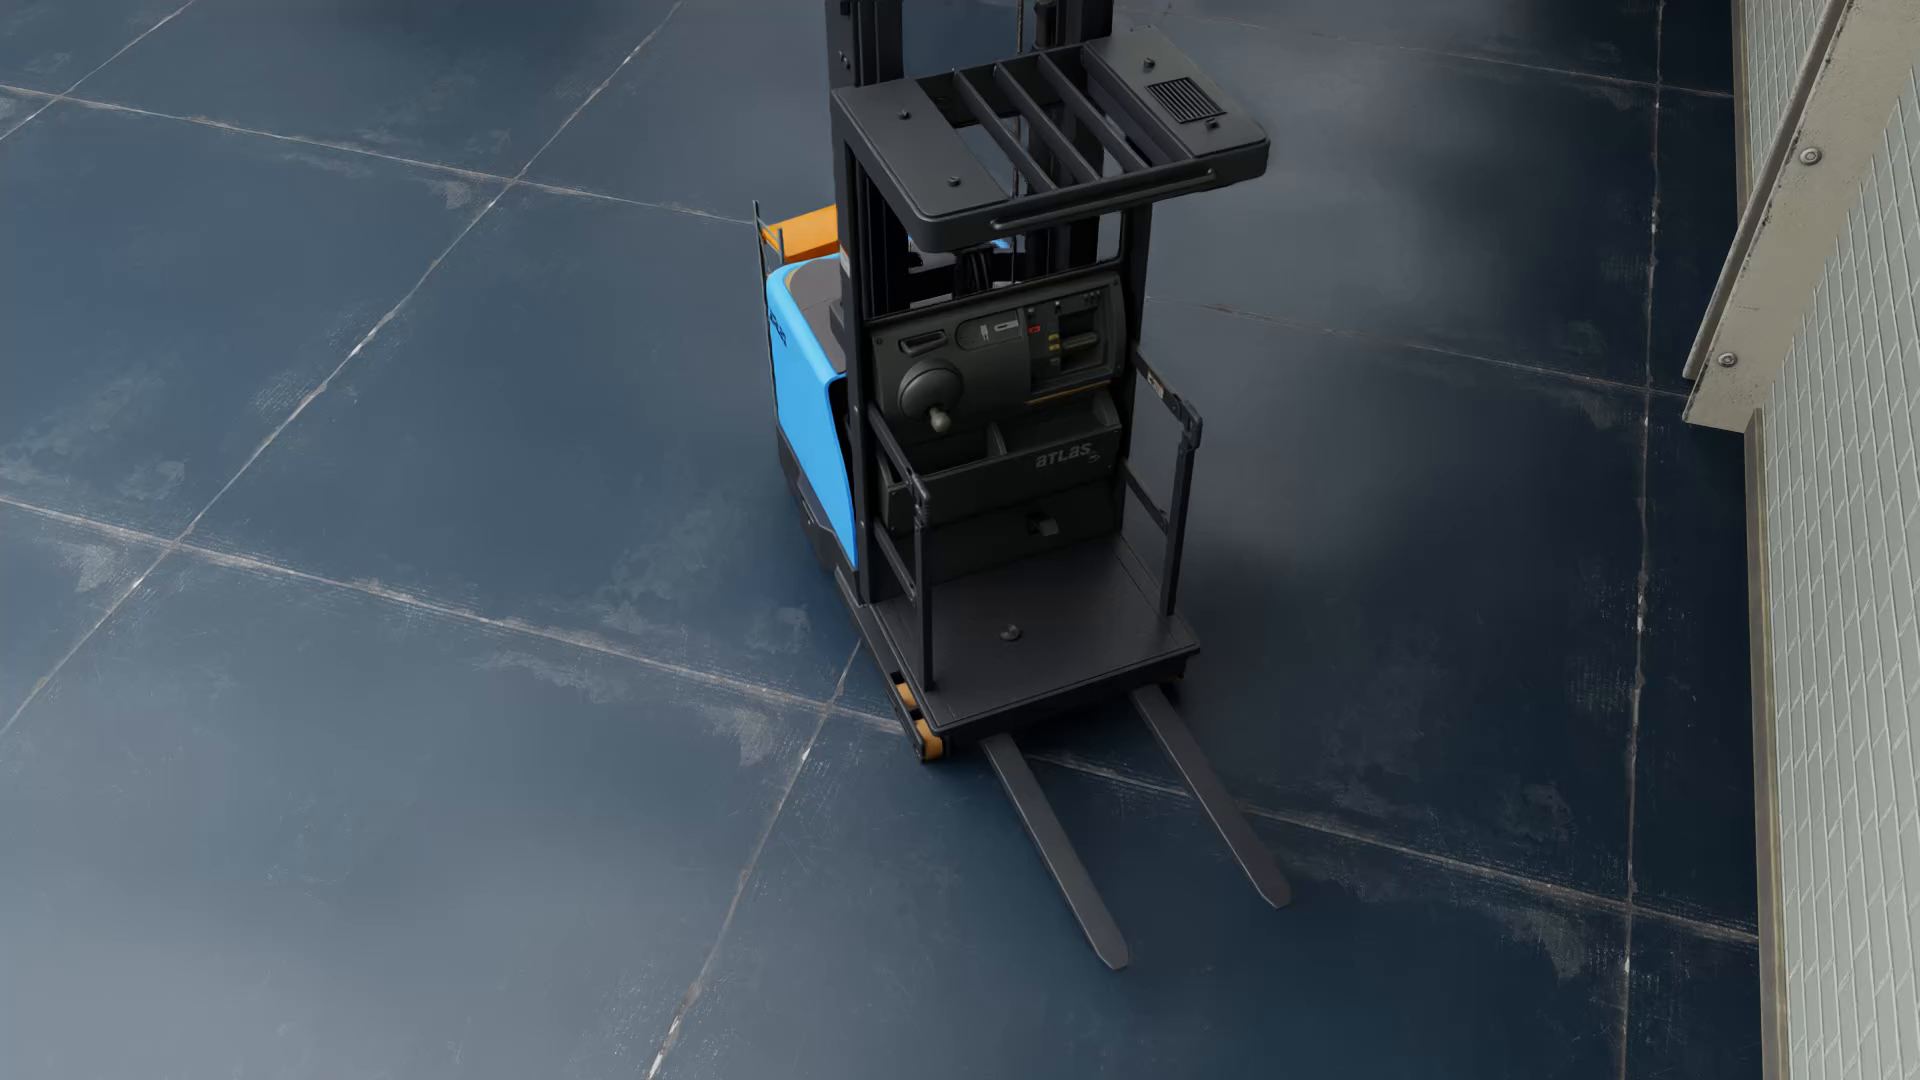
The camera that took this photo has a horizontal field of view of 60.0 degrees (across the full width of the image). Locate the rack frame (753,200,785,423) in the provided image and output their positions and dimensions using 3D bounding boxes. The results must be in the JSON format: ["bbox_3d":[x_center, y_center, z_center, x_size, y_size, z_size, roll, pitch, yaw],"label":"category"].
[{"bbox_3d":[-0.786,-0.902,7.213,0.015,1.200,0.240,-23,49,-22],"label":"rack frame"}]

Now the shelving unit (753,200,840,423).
[{"bbox_3d":[-0.577,-0.990,7.303,0.503,1.200,0.258,-23,49,-22],"label":"shelving unit"}]

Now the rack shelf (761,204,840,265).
[{"bbox_3d":[-0.577,-1.271,7.028,0.480,0.148,0.258,-23,49,-22],"label":"rack shelf"}]

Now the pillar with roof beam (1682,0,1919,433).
[{"bbox_3d":[-0.545,-4.778,5.598,9.100,9.000,0.400,13,46,13],"label":"pillar with roof beam"}]

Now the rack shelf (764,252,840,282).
[{"bbox_3d":[-0.577,-1.102,7.193,0.480,0.148,0.258,-23,49,-22],"label":"rack shelf"}]

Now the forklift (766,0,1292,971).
[{"bbox_3d":[0.229,-0.557,5.622,1.130,2.935,3.031,-16,47,-16],"label":"forklift"}]

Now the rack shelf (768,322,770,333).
[{"bbox_3d":[-0.577,-0.942,7.350,0.480,0.148,0.258,-23,49,-22],"label":"rack shelf"}]
